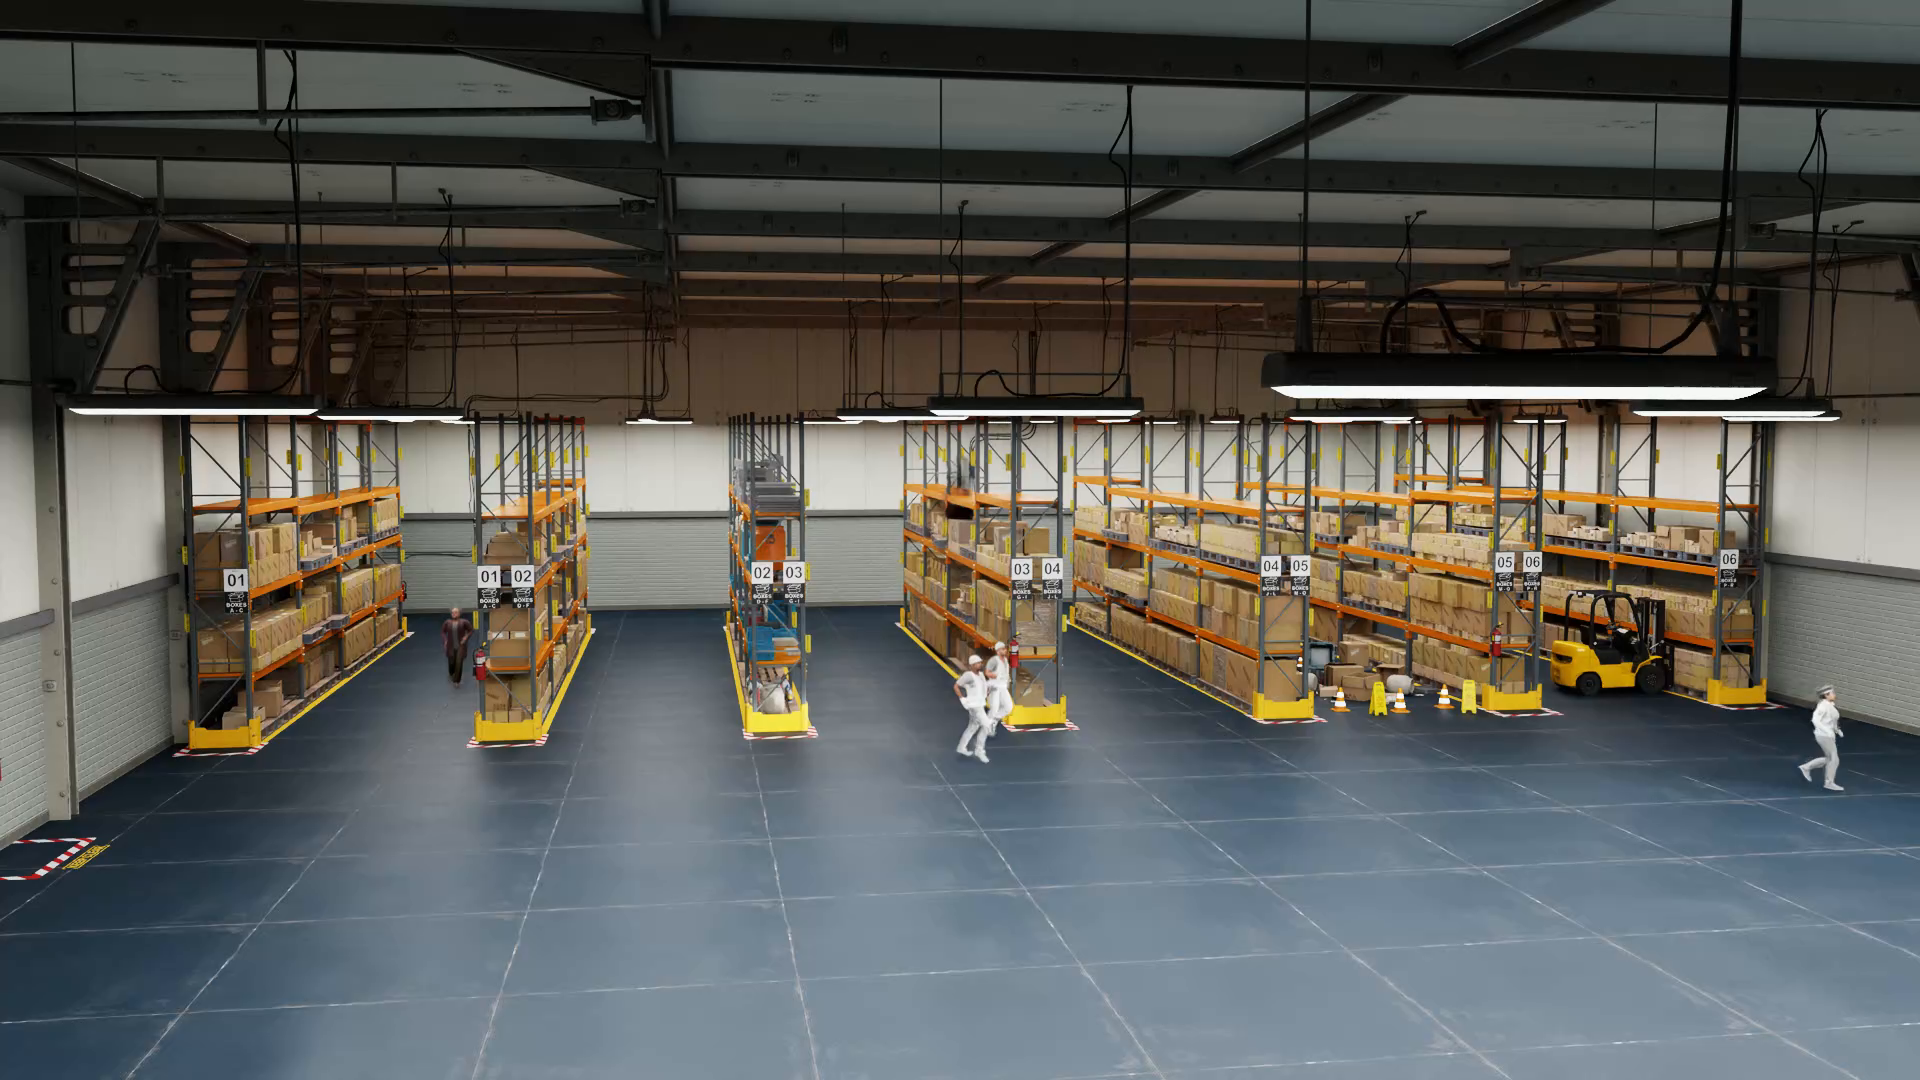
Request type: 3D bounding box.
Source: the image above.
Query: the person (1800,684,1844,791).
[{"bbox_3d":[13.639,3.101,26.302,0.666,1.673,0.642,3,5,39],"label":"person"}]

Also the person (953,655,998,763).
[{"bbox_3d":[0.279,2.891,28.548,0.768,1.839,0.665,1,4,19],"label":"person"}]

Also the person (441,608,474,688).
[{"bbox_3d":[-11.079,2.367,36.629,0.700,1.747,0.657,-1,4,-9],"label":"person"}]

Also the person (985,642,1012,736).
[{"bbox_3d":[0.767,2.752,30.768,0.612,1.734,0.666,4,5,44],"label":"person"}]
